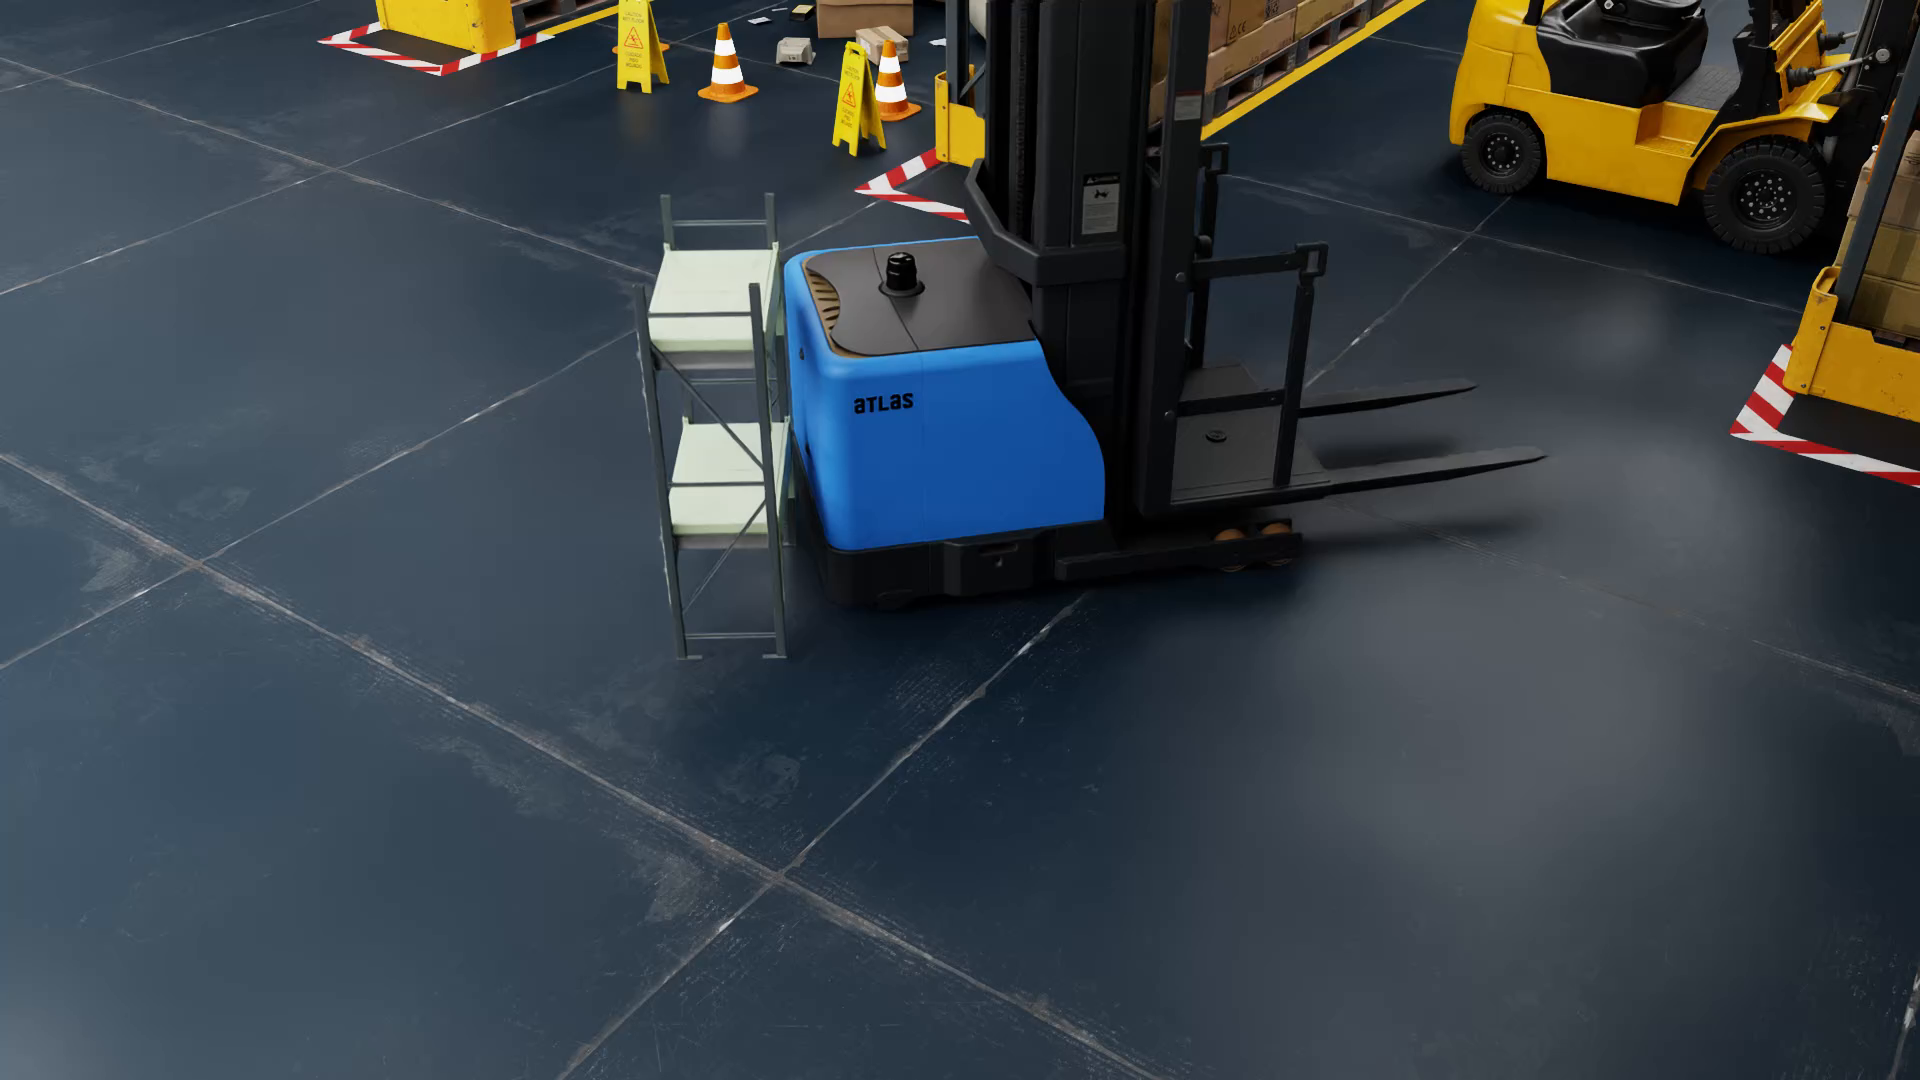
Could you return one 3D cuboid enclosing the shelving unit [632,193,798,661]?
[{"bbox_3d":[-0.846,-0.392,5.991,0.431,1.500,0.755,-1,34,-1],"label":"shelving unit"}]

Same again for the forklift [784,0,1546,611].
[{"bbox_3d":[0.873,-1.370,6.160,3.031,2.935,1.130,-7,35,-11],"label":"forklift"}]

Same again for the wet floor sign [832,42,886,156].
[{"bbox_3d":[-0.628,-2.725,10.204,0.232,0.644,0.267,-22,40,-29],"label":"wet floor sign"}]

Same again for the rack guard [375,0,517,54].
[{"bbox_3d":[-3.778,-3.934,12.122,1.175,0.500,0.348,21,39,28],"label":"rack guard"}]

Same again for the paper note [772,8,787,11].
[{"bbox_3d":[-1.384,-4.072,12.763,0.123,0.001,0.032,-15,37,-21],"label":"paper note"}]

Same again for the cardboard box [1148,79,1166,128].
[{"bbox_3d":[1.047,-2.764,10.239,0.500,0.250,0.500,21,39,28],"label":"cardboard box"}]

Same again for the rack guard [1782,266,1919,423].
[{"bbox_3d":[4.426,-0.816,7.510,1.175,0.500,0.348,21,39,28],"label":"rack guard"}]

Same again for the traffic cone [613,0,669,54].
[{"bbox_3d":[-2.295,-3.721,11.839,0.336,0.463,0.334,21,39,28],"label":"traffic cone"}]

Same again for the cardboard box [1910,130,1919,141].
[{"bbox_3d":[4.732,-1.860,8.010,0.500,0.250,0.500,22,40,29],"label":"cardboard box"}]

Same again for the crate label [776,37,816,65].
[{"bbox_3d":[-1.163,-3.450,11.729,0.250,0.136,0.298,3,34,4],"label":"crate label"}]

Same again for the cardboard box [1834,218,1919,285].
[{"bbox_3d":[4.460,-1.428,7.818,0.500,0.250,0.500,21,39,28],"label":"cardboard box"}]

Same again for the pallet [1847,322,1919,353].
[{"bbox_3d":[4.841,-1.073,8.148,1.003,0.211,1.213,21,39,28],"label":"pallet"}]

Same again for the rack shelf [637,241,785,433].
[{"bbox_3d":[-0.846,-0.715,5.772,0.431,0.370,0.720,-1,34,-1],"label":"rack shelf"}]

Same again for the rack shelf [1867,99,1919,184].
[{"bbox_3d":[5.580,-2.485,8.389,1.077,0.370,4.000,21,39,28],"label":"rack shelf"}]

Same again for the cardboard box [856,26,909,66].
[{"bbox_3d":[-0.553,-3.513,11.813,0.250,0.149,0.380,-15,37,-21],"label":"cardboard box"}]

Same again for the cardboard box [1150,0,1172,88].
[{"bbox_3d":[1.060,-3.086,10.046,0.500,0.500,0.500,20,39,27],"label":"cardboard box"}]

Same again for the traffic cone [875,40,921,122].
[{"bbox_3d":[-0.455,-3.005,10.781,0.336,0.463,0.334,21,39,28],"label":"traffic cone"}]

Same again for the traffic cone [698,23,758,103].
[{"bbox_3d":[-1.561,-3.203,11.074,0.336,0.463,0.334,21,39,28],"label":"traffic cone"}]

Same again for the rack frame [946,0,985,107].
[{"bbox_3d":[0.360,-3.446,9.168,1.000,3.000,0.127,21,39,28],"label":"rack frame"}]

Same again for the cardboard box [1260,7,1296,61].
[{"bbox_3d":[1.935,-3.483,11.303,0.500,0.250,0.500,22,40,29],"label":"cardboard box"}]

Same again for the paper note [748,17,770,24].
[{"bbox_3d":[-1.499,-3.910,12.507,0.142,0.017,0.144,-22,40,-29],"label":"paper note"}]

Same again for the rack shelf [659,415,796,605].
[{"bbox_3d":[-0.846,-0.122,6.173,0.431,0.370,0.720,-1,34,-1],"label":"rack shelf"}]

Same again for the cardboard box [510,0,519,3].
[{"bbox_3d":[-3.432,-4.608,12.408,0.875,0.875,0.875,21,40,28],"label":"cardboard box"}]

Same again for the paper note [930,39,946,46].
[{"bbox_3d":[-0.129,-3.625,12.094,0.142,0.019,0.148,-22,40,-29],"label":"paper note"}]

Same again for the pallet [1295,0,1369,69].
[{"bbox_3d":[2.286,-3.812,12.198,1.003,0.211,1.213,21,39,28],"label":"pallet"}]

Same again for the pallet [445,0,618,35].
[{"bbox_3d":[-3.373,-4.219,12.800,1.003,0.211,1.213,21,39,28],"label":"pallet"}]

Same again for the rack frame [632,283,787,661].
[{"bbox_3d":[-0.836,-0.187,5.687,0.400,1.500,0.023,-1,34,-1],"label":"rack frame"}]

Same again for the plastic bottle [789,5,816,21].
[{"bbox_3d":[-1.189,-4.013,12.630,0.133,0.061,0.283,8,35,12],"label":"plastic bottle"}]

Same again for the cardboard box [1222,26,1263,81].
[{"bbox_3d":[1.645,-3.252,10.960,0.500,0.250,0.500,24,41,31],"label":"cardboard box"}]

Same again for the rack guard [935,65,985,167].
[{"bbox_3d":[0.403,-2.446,9.920,1.175,0.500,0.348,21,39,28],"label":"rack guard"}]

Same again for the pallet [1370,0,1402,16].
[{"bbox_3d":[3.083,-4.491,13.202,1.003,0.211,1.213,21,39,28],"label":"pallet"}]

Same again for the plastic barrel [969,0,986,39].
[{"bbox_3d":[0.294,-3.813,12.011,0.421,0.421,0.512,-9,35,-13],"label":"plastic barrel"}]

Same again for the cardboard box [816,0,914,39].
[{"bbox_3d":[-0.719,-4.029,12.259,0.797,0.503,0.637,-3,34,-4],"label":"cardboard box"}]

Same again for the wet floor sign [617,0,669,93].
[{"bbox_3d":[-2.154,-3.360,11.142,0.267,0.644,0.232,14,37,20],"label":"wet floor sign"}]

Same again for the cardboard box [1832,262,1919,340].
[{"bbox_3d":[4.448,-1.215,7.948,0.500,0.250,0.500,22,40,28],"label":"cardboard box"}]

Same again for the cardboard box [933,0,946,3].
[{"bbox_3d":[-0.192,-4.518,12.861,0.797,0.637,0.503,21,39,28],"label":"cardboard box"}]

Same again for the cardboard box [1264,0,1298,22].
[{"bbox_3d":[1.945,-3.805,11.109,0.500,0.500,0.500,24,41,31],"label":"cardboard box"}]

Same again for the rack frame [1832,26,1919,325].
[{"bbox_3d":[4.440,-1.863,6.827,1.000,3.000,0.127,21,39,28],"label":"rack frame"}]

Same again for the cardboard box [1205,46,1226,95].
[{"bbox_3d":[1.344,-2.997,10.583,0.500,0.250,0.500,23,40,30],"label":"cardboard box"}]

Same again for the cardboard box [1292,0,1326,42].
[{"bbox_3d":[2.229,-3.716,11.647,0.500,0.250,0.500,20,39,27],"label":"cardboard box"}]

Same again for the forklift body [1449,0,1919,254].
[{"bbox_3d":[4.022,-2.966,9.216,2.313,2.155,1.214,21,39,28],"label":"forklift body"}]

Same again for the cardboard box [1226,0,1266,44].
[{"bbox_3d":[1.647,-3.556,10.741,0.500,0.500,0.500,22,40,29],"label":"cardboard box"}]

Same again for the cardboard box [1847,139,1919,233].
[{"bbox_3d":[4.446,-1.623,7.660,0.500,0.250,0.500,23,40,30],"label":"cardboard box"}]

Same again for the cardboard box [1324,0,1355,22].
[{"bbox_3d":[2.524,-3.964,12.014,0.500,0.250,0.500,23,40,30],"label":"cardboard box"}]

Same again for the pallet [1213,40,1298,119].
[{"bbox_3d":[1.591,-3.248,11.364,1.003,0.211,1.213,21,39,28],"label":"pallet"}]

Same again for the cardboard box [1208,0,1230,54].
[{"bbox_3d":[1.354,-3.328,10.404,0.500,0.500,0.500,20,39,27],"label":"cardboard box"}]

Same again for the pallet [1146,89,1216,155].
[{"bbox_3d":[0.895,-2.689,10.537,1.003,0.211,1.213,21,39,28],"label":"pallet"}]

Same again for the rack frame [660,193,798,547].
[{"bbox_3d":[-0.857,-0.597,6.294,0.400,1.500,0.023,-1,34,-1],"label":"rack frame"}]

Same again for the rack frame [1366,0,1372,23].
[{"bbox_3d":[2.640,-5.287,11.891,1.000,3.000,0.127,21,39,28],"label":"rack frame"}]

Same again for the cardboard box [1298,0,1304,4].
[{"bbox_3d":[2.235,-4.040,11.457,0.500,0.500,0.500,22,40,29],"label":"cardboard box"}]
